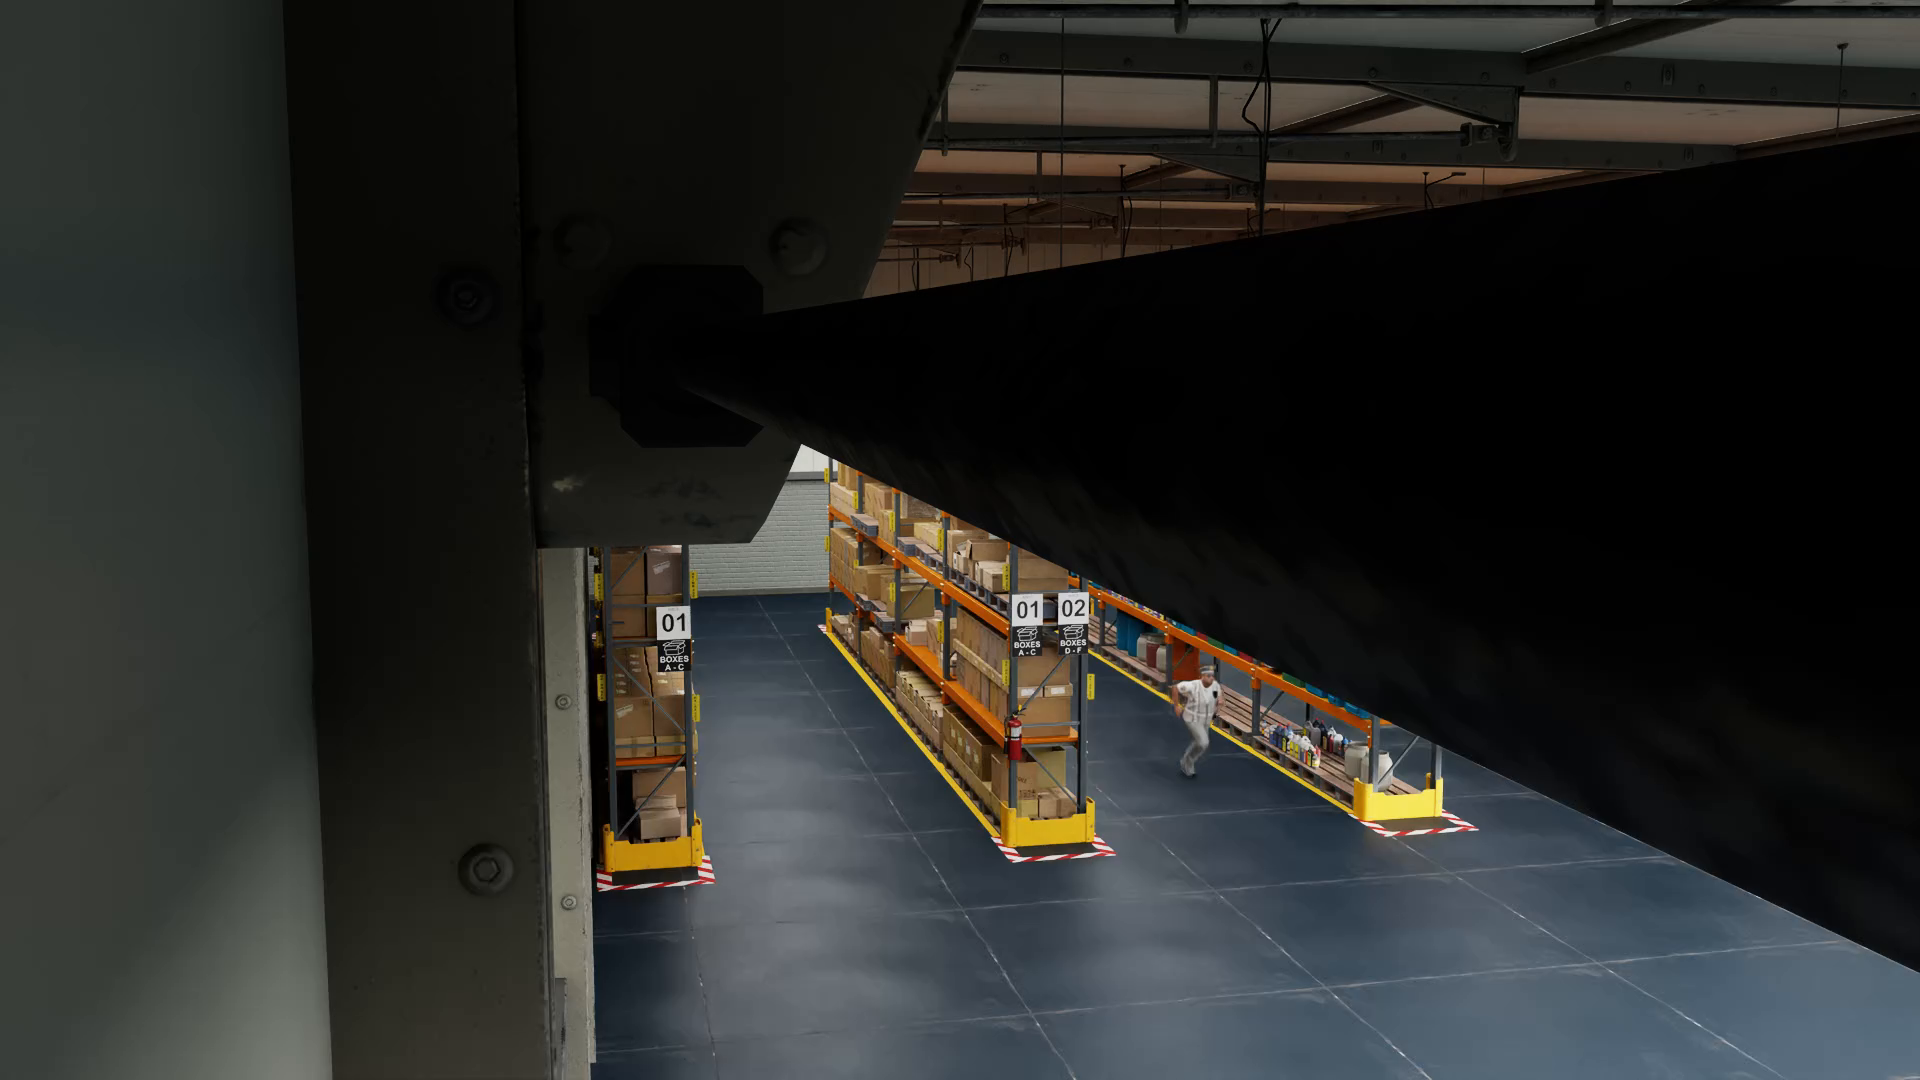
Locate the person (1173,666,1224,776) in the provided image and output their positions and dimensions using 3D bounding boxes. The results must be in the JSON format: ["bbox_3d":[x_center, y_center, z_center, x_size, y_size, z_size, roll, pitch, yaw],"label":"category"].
[{"bbox_3d":[3.470,2.619,24.085,0.644,1.693,0.869,-4,8,-32],"label":"person"}]
